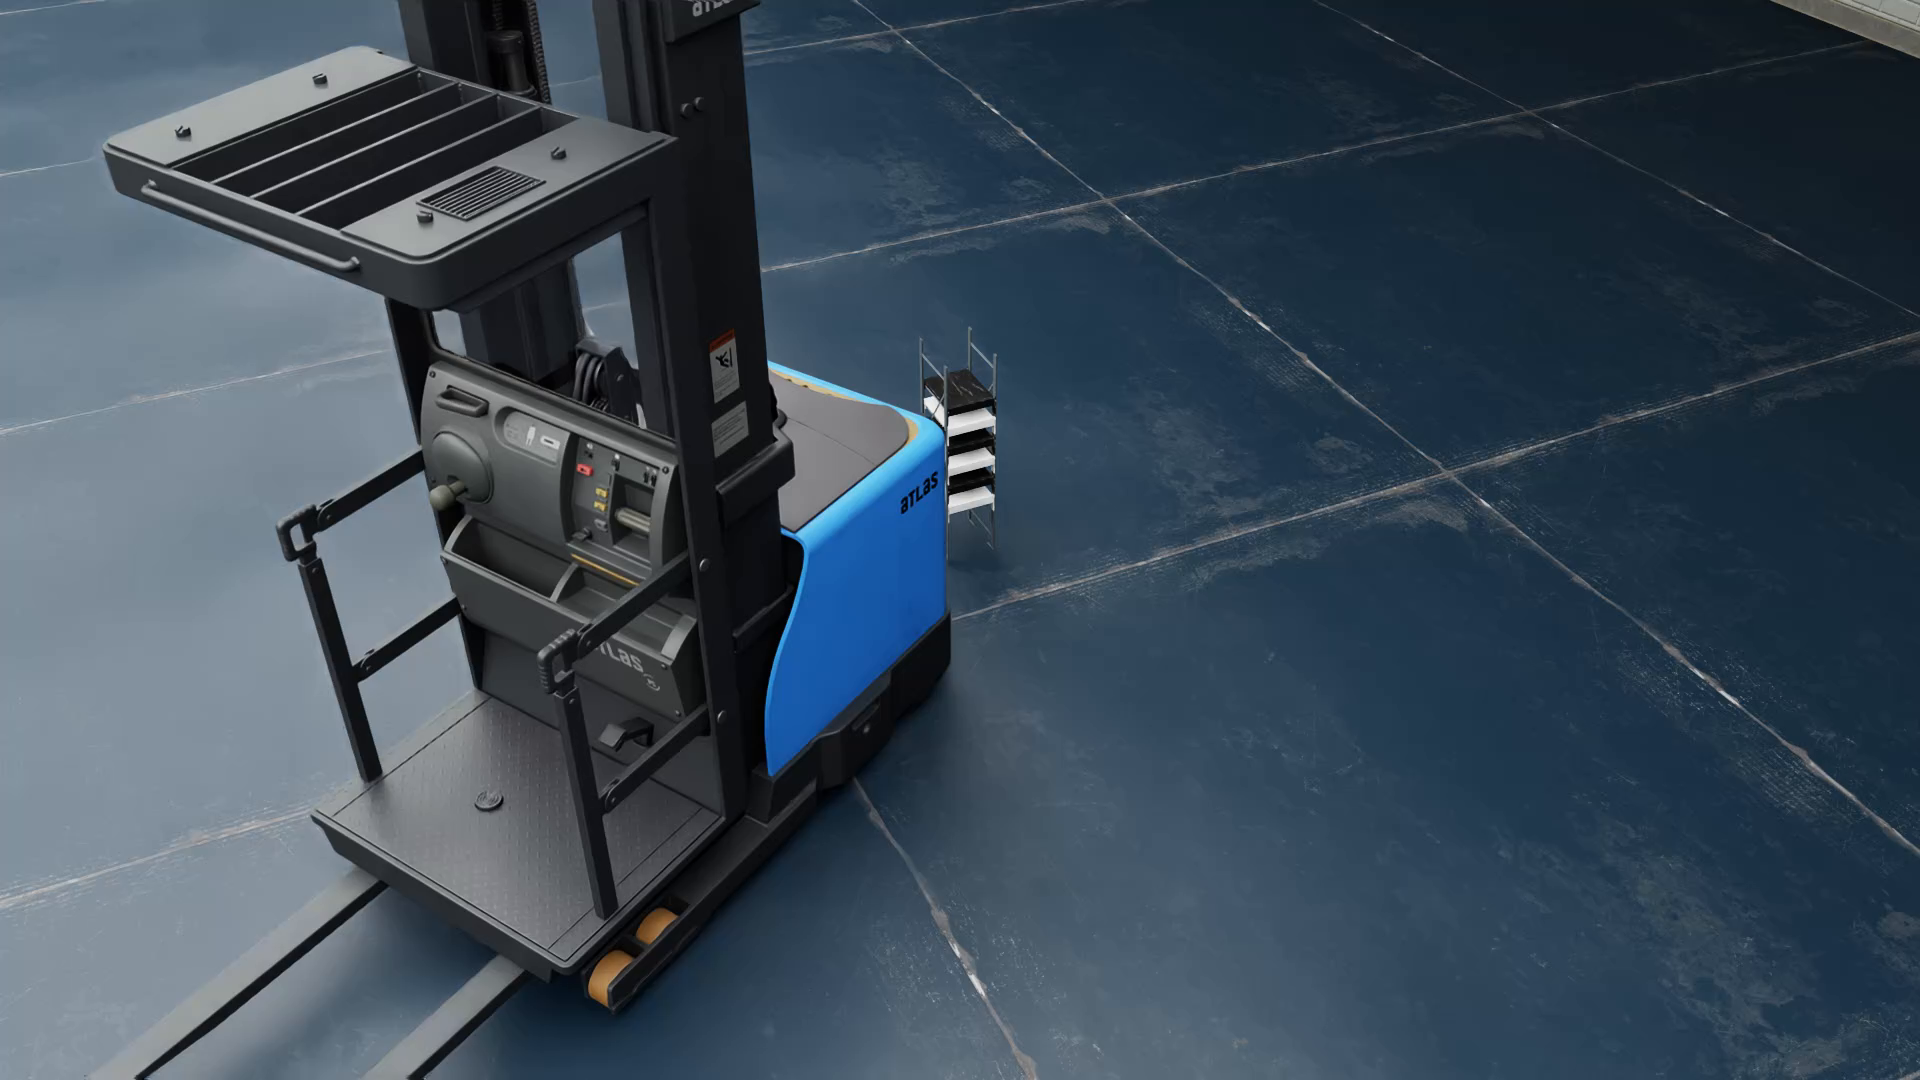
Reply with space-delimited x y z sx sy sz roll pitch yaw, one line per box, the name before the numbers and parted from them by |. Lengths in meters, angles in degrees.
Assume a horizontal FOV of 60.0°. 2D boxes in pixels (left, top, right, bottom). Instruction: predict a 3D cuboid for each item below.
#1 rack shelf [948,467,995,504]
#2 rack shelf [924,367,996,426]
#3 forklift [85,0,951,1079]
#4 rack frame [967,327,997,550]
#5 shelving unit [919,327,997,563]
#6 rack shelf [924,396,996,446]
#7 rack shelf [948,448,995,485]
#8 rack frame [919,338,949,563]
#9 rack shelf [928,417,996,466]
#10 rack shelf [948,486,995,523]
rack shelf | -0.007 -0.260 6.553 0.200 0.077 0.258 -16 39 -20
rack shelf | -0.007 -0.549 6.338 0.200 0.077 0.258 -16 39 -20
forklift | -1.267 -0.126 4.459 1.130 2.935 3.031 22 42 26
rack frame | 0.085 -0.385 6.514 0.006 0.900 0.240 -16 39 -20
shelving unit | -0.007 -0.359 6.479 0.210 0.900 0.258 -16 39 -20
rack shelf | -0.007 -0.477 6.392 0.200 0.077 0.258 -16 39 -20
rack shelf | -0.007 -0.333 6.499 0.200 0.077 0.258 -16 39 -20
rack frame | -0.099 -0.334 6.444 0.006 0.900 0.240 -16 39 -20
rack shelf | -0.007 -0.405 6.445 0.200 0.077 0.258 -16 39 -20
rack shelf | -0.007 -0.188 6.606 0.200 0.077 0.258 -16 39 -20
